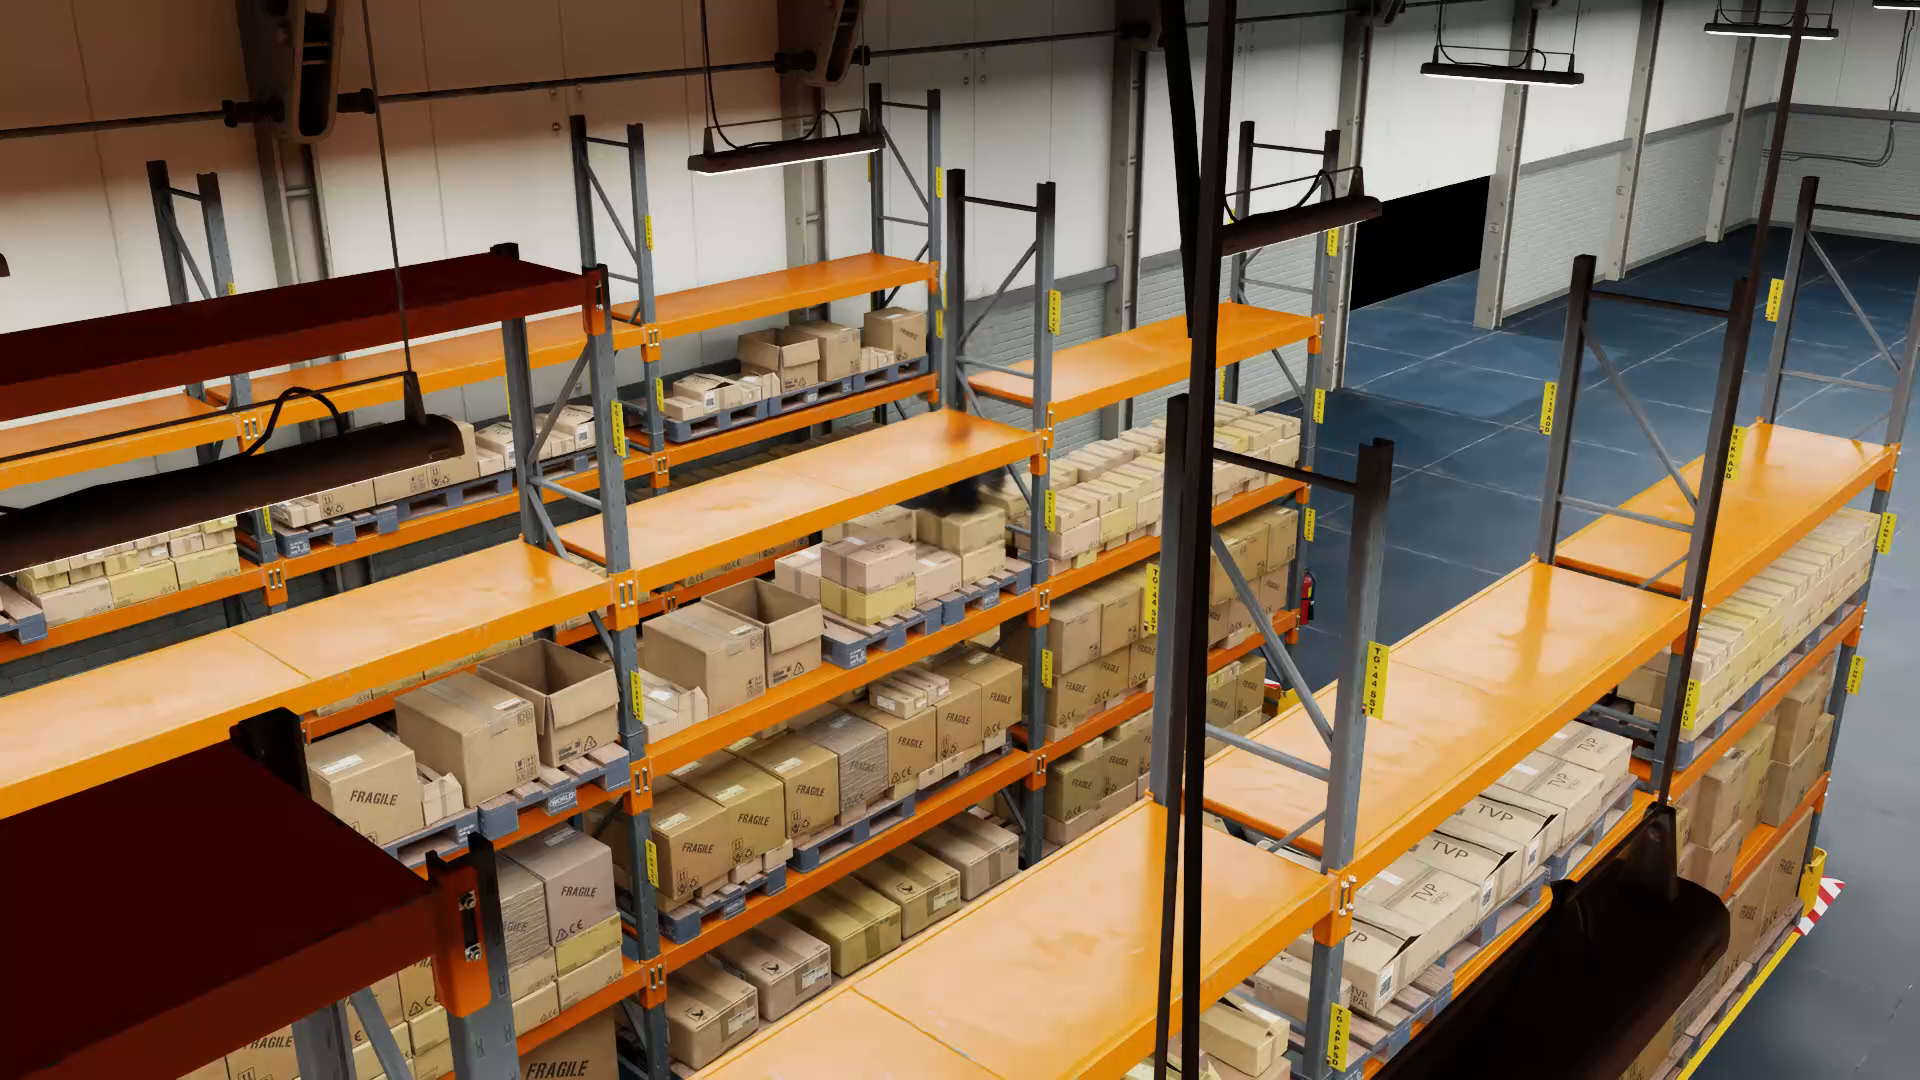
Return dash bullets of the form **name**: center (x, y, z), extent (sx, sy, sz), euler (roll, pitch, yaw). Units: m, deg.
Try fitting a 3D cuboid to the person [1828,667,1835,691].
- **person**: center (7.829, 1.550, 15.680), extent (0.680, 1.724, 0.627), euler (-2, 21, -6)
